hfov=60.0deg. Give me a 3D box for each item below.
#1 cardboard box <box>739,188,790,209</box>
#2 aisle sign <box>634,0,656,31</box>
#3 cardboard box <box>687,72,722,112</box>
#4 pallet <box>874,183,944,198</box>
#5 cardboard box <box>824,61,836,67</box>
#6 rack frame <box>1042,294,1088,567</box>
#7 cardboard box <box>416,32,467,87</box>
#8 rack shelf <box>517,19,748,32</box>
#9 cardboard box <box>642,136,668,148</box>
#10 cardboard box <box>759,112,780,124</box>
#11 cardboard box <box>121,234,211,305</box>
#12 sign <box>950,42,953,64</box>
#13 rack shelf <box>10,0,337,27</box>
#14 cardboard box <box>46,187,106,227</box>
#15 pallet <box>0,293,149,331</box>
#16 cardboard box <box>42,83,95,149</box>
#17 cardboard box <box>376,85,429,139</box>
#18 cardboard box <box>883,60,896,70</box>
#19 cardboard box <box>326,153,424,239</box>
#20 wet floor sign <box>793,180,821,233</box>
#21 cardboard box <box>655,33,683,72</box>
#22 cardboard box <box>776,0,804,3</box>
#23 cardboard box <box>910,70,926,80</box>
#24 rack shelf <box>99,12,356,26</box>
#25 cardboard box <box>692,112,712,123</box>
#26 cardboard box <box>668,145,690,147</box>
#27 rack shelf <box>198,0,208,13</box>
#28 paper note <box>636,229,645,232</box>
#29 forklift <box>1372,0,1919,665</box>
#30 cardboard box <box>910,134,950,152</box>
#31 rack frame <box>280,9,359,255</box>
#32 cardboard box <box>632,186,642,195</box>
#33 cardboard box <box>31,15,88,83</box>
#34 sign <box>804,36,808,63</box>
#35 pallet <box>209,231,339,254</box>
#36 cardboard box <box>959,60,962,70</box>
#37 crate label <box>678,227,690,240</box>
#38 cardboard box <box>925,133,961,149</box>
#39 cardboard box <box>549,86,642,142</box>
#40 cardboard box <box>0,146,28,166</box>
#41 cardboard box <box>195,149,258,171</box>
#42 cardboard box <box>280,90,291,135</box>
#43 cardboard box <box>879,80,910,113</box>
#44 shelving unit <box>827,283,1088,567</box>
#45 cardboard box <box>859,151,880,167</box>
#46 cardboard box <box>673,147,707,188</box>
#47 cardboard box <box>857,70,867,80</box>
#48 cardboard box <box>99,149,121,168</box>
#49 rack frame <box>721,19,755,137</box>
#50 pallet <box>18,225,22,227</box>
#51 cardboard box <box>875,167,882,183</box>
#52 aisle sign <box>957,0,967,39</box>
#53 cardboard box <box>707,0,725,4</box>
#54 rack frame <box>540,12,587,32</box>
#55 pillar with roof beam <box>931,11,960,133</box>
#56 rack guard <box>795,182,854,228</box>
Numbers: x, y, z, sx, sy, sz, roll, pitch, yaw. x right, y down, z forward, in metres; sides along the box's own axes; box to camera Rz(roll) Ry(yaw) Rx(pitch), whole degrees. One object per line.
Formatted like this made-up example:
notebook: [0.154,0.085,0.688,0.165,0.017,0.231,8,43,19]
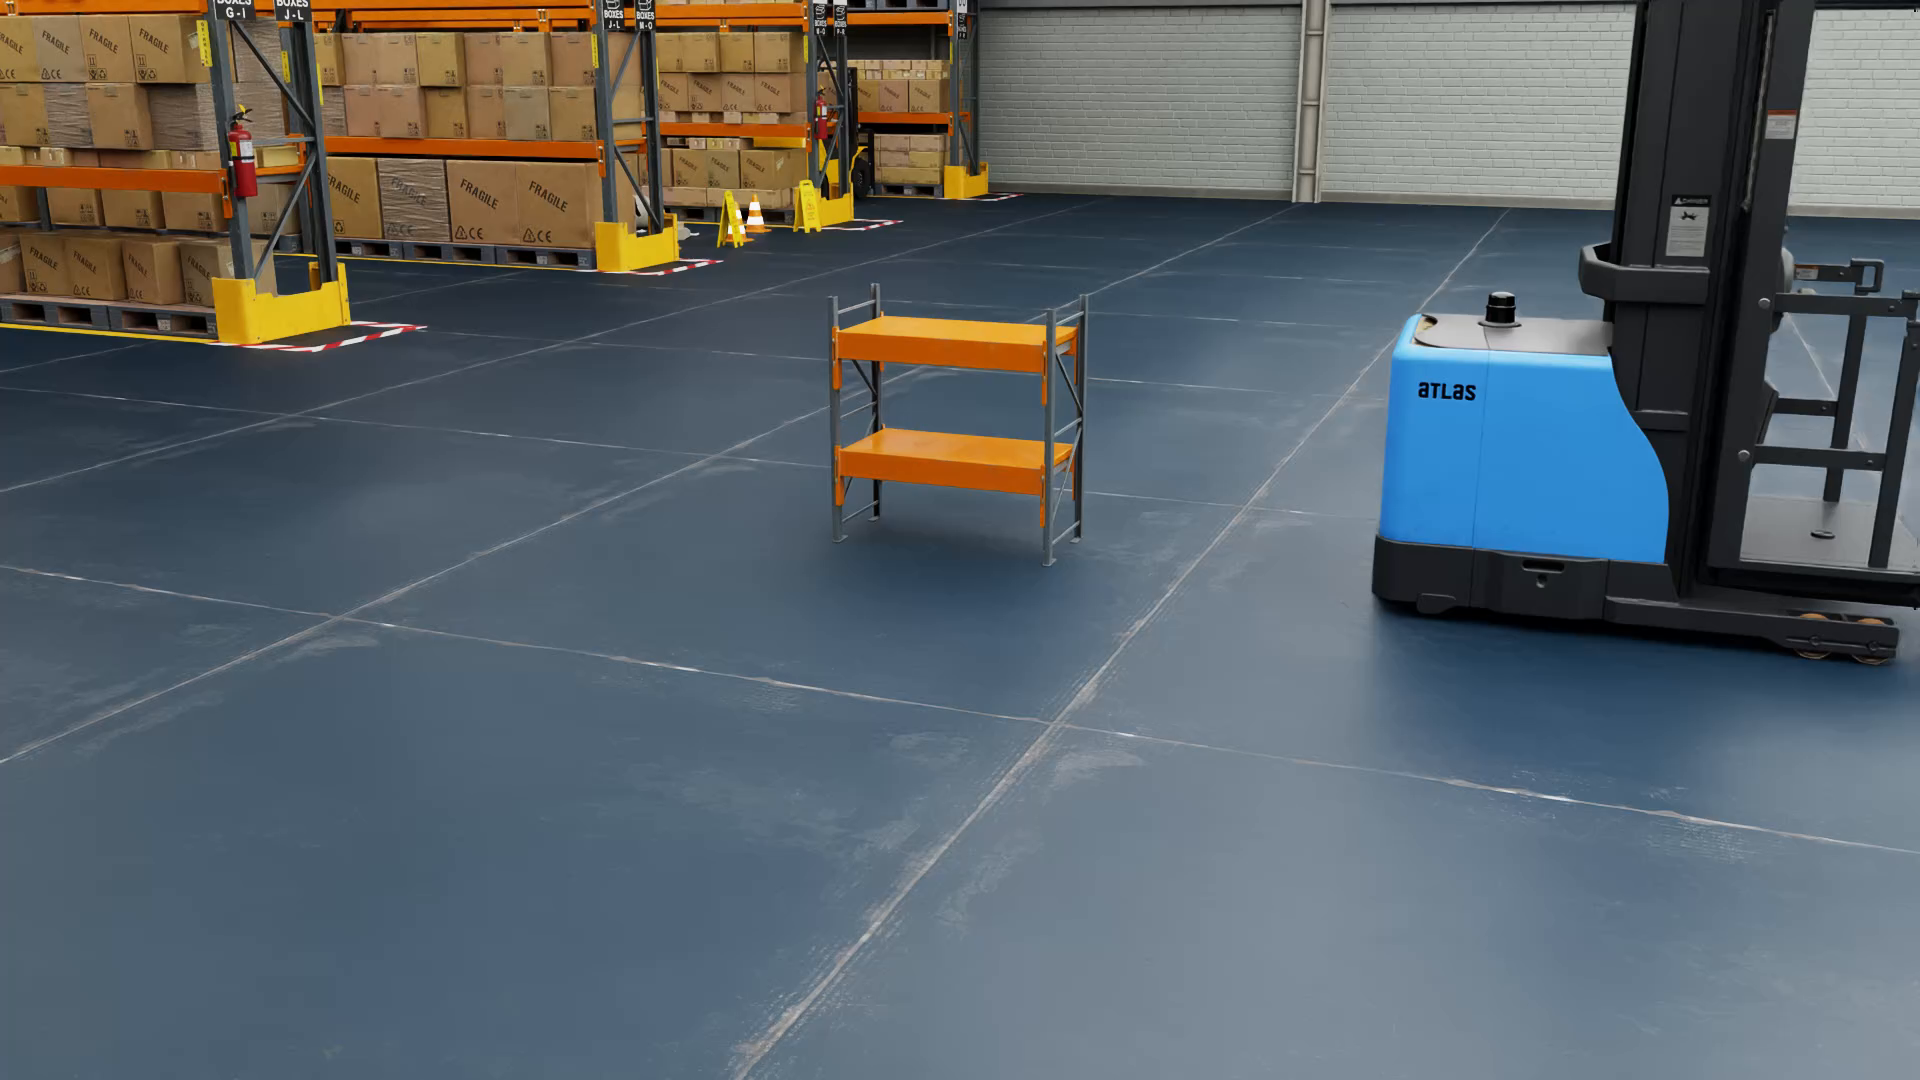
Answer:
cardboard box: [-2.611,-4.579,22.243,0.500,0.250,0.500,6,17,20]
aisle sign: [-3.285,-5.707,17.289,0.004,0.787,0.394,6,17,21]
cardboard box: [-3.273,-5.961,22.115,0.500,0.500,0.500,6,17,20]
pallet: [-0.647,-5.698,26.922,1.213,0.211,1.003,6,17,21]
cardboard box: [-1.988,-7.640,26.733,0.250,0.149,0.380,6,17,21]
rack frame: [0.467,-0.489,7.340,0.032,1.125,0.500,6,17,21]
cardboard box: [-5.349,-5.172,17.902,0.500,0.550,0.875,6,17,21]
rack shelf: [-5.502,-8.679,28.098,4.000,0.370,1.077,6,17,21]
cardboard box: [-4.185,-5.406,22.587,0.250,0.149,0.380,7,18,24]
cardboard box: [-2.441,-5.541,21.832,0.250,0.149,0.380,6,17,20]
cardboard box: [-6.518,-2.234,13.717,0.500,0.500,0.500,12,20,35]
sign: [-0.133,-7.500,25.627,0.005,0.325,0.100,6,17,21]
rack shelf: [-9.042,-6.097,19.204,4.000,0.370,1.077,6,17,21]
cardboard box: [-10.369,-4.242,20.187,0.750,0.750,1.050,6,17,20]
pallet: [-7.319,-1.998,14.177,1.213,0.211,1.003,6,17,21]
cardboard box: [-6.835,-3.448,13.459,0.500,0.500,0.875,6,17,21]
cardboard box: [-5.855,-4.698,18.208,0.550,0.550,0.875,6,17,21]
cardboard box: [-1.030,-7.536,26.375,0.250,0.149,0.380,6,17,21]
cardboard box: [-6.622,-3.896,18.771,0.875,0.875,0.875,7,17,21]
wet floor sign: [-1.954,-4.254,21.171,0.232,0.644,0.267,14,21,40]
cardboard box: [-3.687,-6.515,22.229,0.500,0.500,0.700,6,17,20]
cardboard box: [-2.173,-6.966,21.358,0.250,0.149,0.380,6,17,21]
cardboard box: [-0.595,-7.311,26.132,0.250,0.149,0.380,7,17,22]
rack shelf: [-11.041,-7.800,25.072,4.000,0.370,1.077,6,17,21]
cardboard box: [-3.380,-5.657,22.230,0.250,0.149,0.380,6,17,20]
cardboard box: [-3.862,-5.238,23.170,0.500,0.500,0.500,7,18,24]
rack shelf: [-7.235,-4.411,13.399,4.000,0.370,1.077,6,17,21]
paper note: [-4.083,-3.957,21.269,0.142,0.019,0.148,14,21,40]
forklift: [3.233,-1.116,6.262,3.031,2.935,1.130,5,17,17]
cardboard box: [-0.463,-6.297,26.370,0.500,0.250,0.500,7,18,22]
rack frame: [-7.182,-4.797,18.817,0.127,3.000,1.000,6,17,21]
cardboard box: [-4.509,-4.790,22.973,0.500,0.250,0.500,7,18,24]
cardboard box: [-6.908,-3.877,13.140,0.500,0.500,0.500,6,17,21]
sign: [-1.961,-6.248,21.171,0.005,0.325,0.100,6,17,21]
pallet: [-7.927,-3.517,19.411,1.213,0.211,1.003,6,17,21]
cardboard box: [-0.155,-7.562,26.465,0.250,0.149,0.380,6,17,20]
crate label: [-3.457,-3.758,20.374,0.298,0.136,0.250,-2,16,-8]
cardboard box: [-0.298,-6.429,26.825,0.500,0.250,0.500,6,17,20]
cardboard box: [-3.822,-4.486,17.477,0.550,0.550,0.875,6,17,21]
cardboard box: [-7.606,-3.150,13.596,0.250,0.149,0.380,6,17,21]
cardboard box: [-5.715,-2.967,12.963,0.250,0.149,0.380,6,17,21]
cardboard box: [-7.765,-4.829,18.749,0.500,0.500,0.500,6,17,20]
cardboard box: [-0.954,-7.056,26.417,0.500,0.500,0.500,7,18,22]
shelving unit: [-0.006,-0.541,7.519,1.048,1.125,0.538,6,17,21]
cardboard box: [-1.439,-6.161,26.798,0.500,0.250,0.500,6,17,19]
cardboard box: [-3.533,-5.044,22.500,0.500,0.500,0.500,6,17,19]
cardboard box: [-1.548,-7.417,26.499,0.250,0.149,0.380,6,17,21]
cardboard box: [-6.643,-3.071,13.321,0.250,0.149,0.380,6,17,21]
rack frame: [-3.642,-7.379,27.711,0.127,3.000,1.000,6,17,21]
pallet: [-12.760,-4.073,21.324,1.213,0.211,1.003,6,17,21]
cardboard box: [-1.395,-5.924,26.878,0.500,0.250,0.500,6,17,21]
aisle sign: [0.033,-8.135,25.653,0.004,0.787,0.394,6,17,21]
cardboard box: [-3.112,-7.075,21.735,0.250,0.149,0.380,6,17,20]
rack frame: [-5.459,-6.091,23.275,0.127,3.000,1.000,6,17,21]
pillar with roof beam: [-1.817,-9.039,22.670,0.400,9.000,9.100,6,17,21]
rack guard: [-1.809,-4.489,22.241,0.348,0.500,1.175,6,17,21]
